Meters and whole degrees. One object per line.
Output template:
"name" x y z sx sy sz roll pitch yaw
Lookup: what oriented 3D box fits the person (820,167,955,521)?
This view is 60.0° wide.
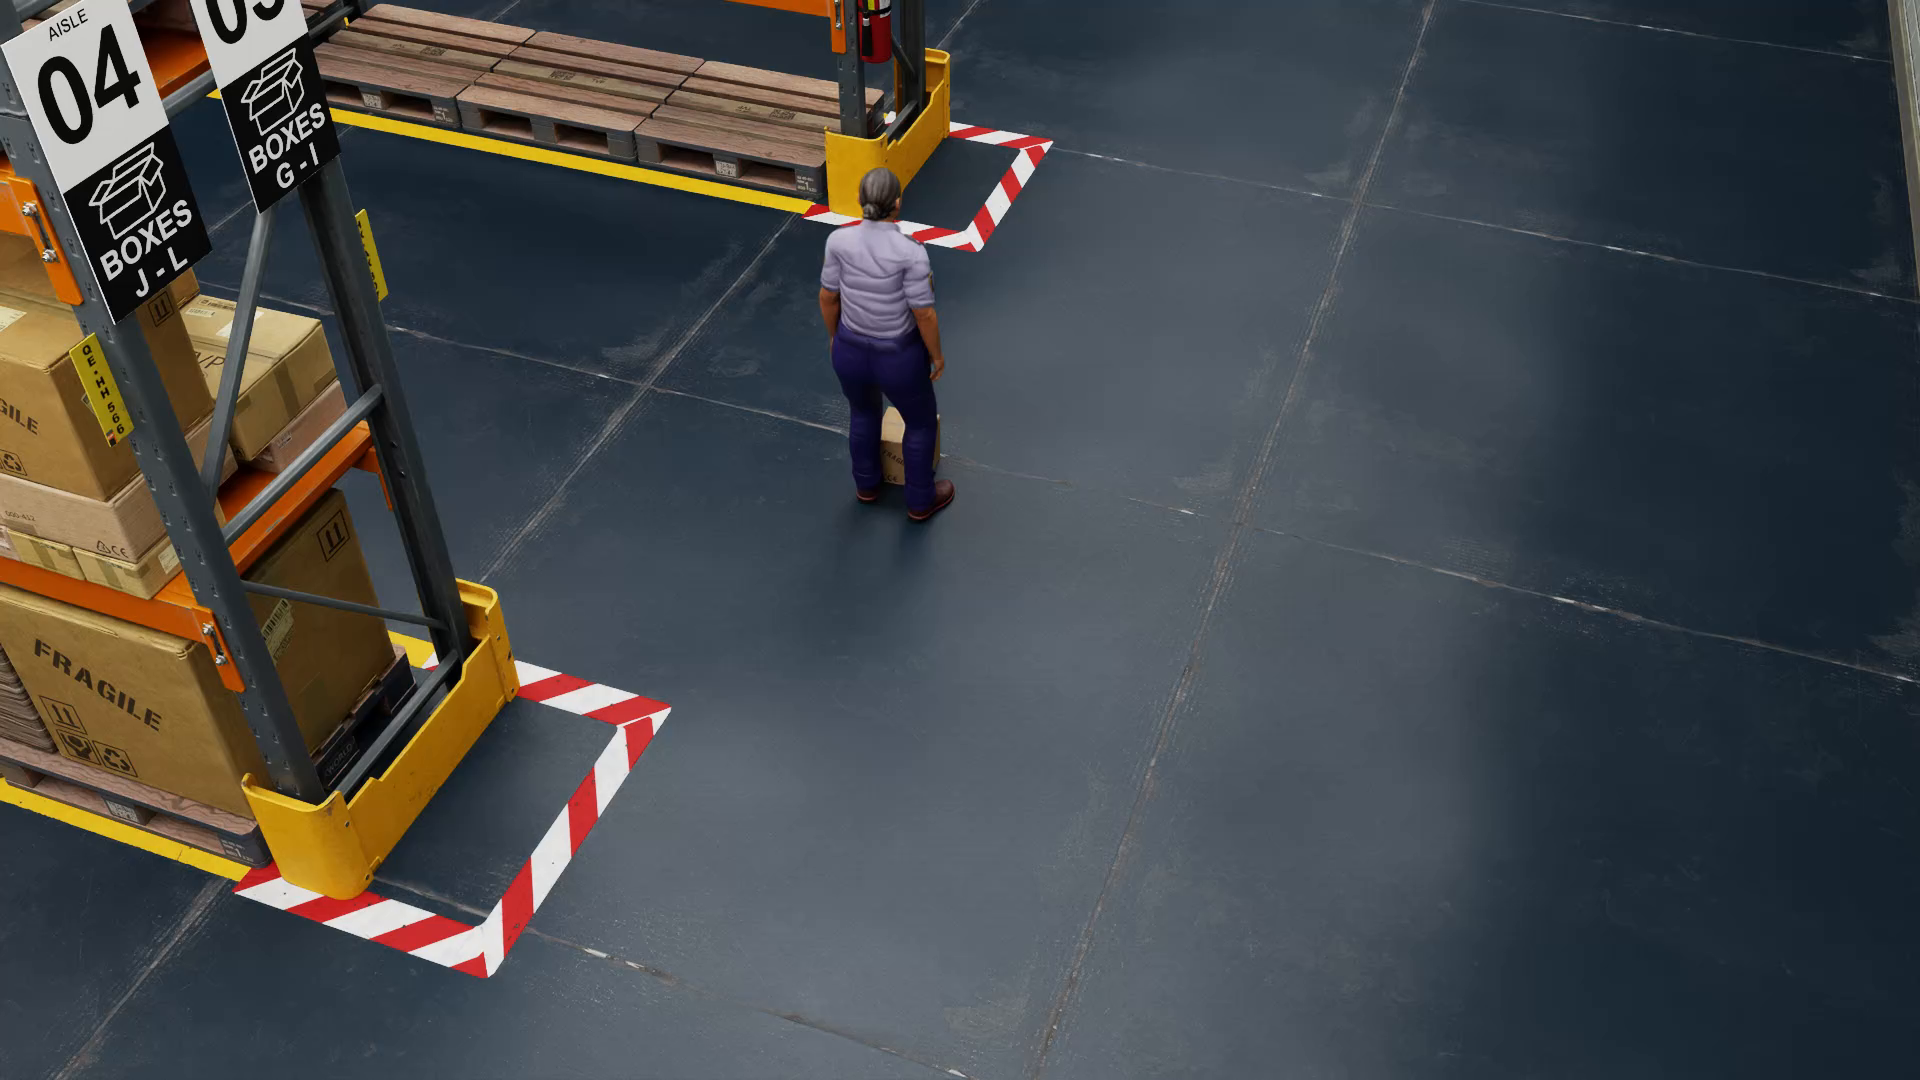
"person" -0.306 -0.823 7.087 0.538 1.652 0.380 14 44 15
